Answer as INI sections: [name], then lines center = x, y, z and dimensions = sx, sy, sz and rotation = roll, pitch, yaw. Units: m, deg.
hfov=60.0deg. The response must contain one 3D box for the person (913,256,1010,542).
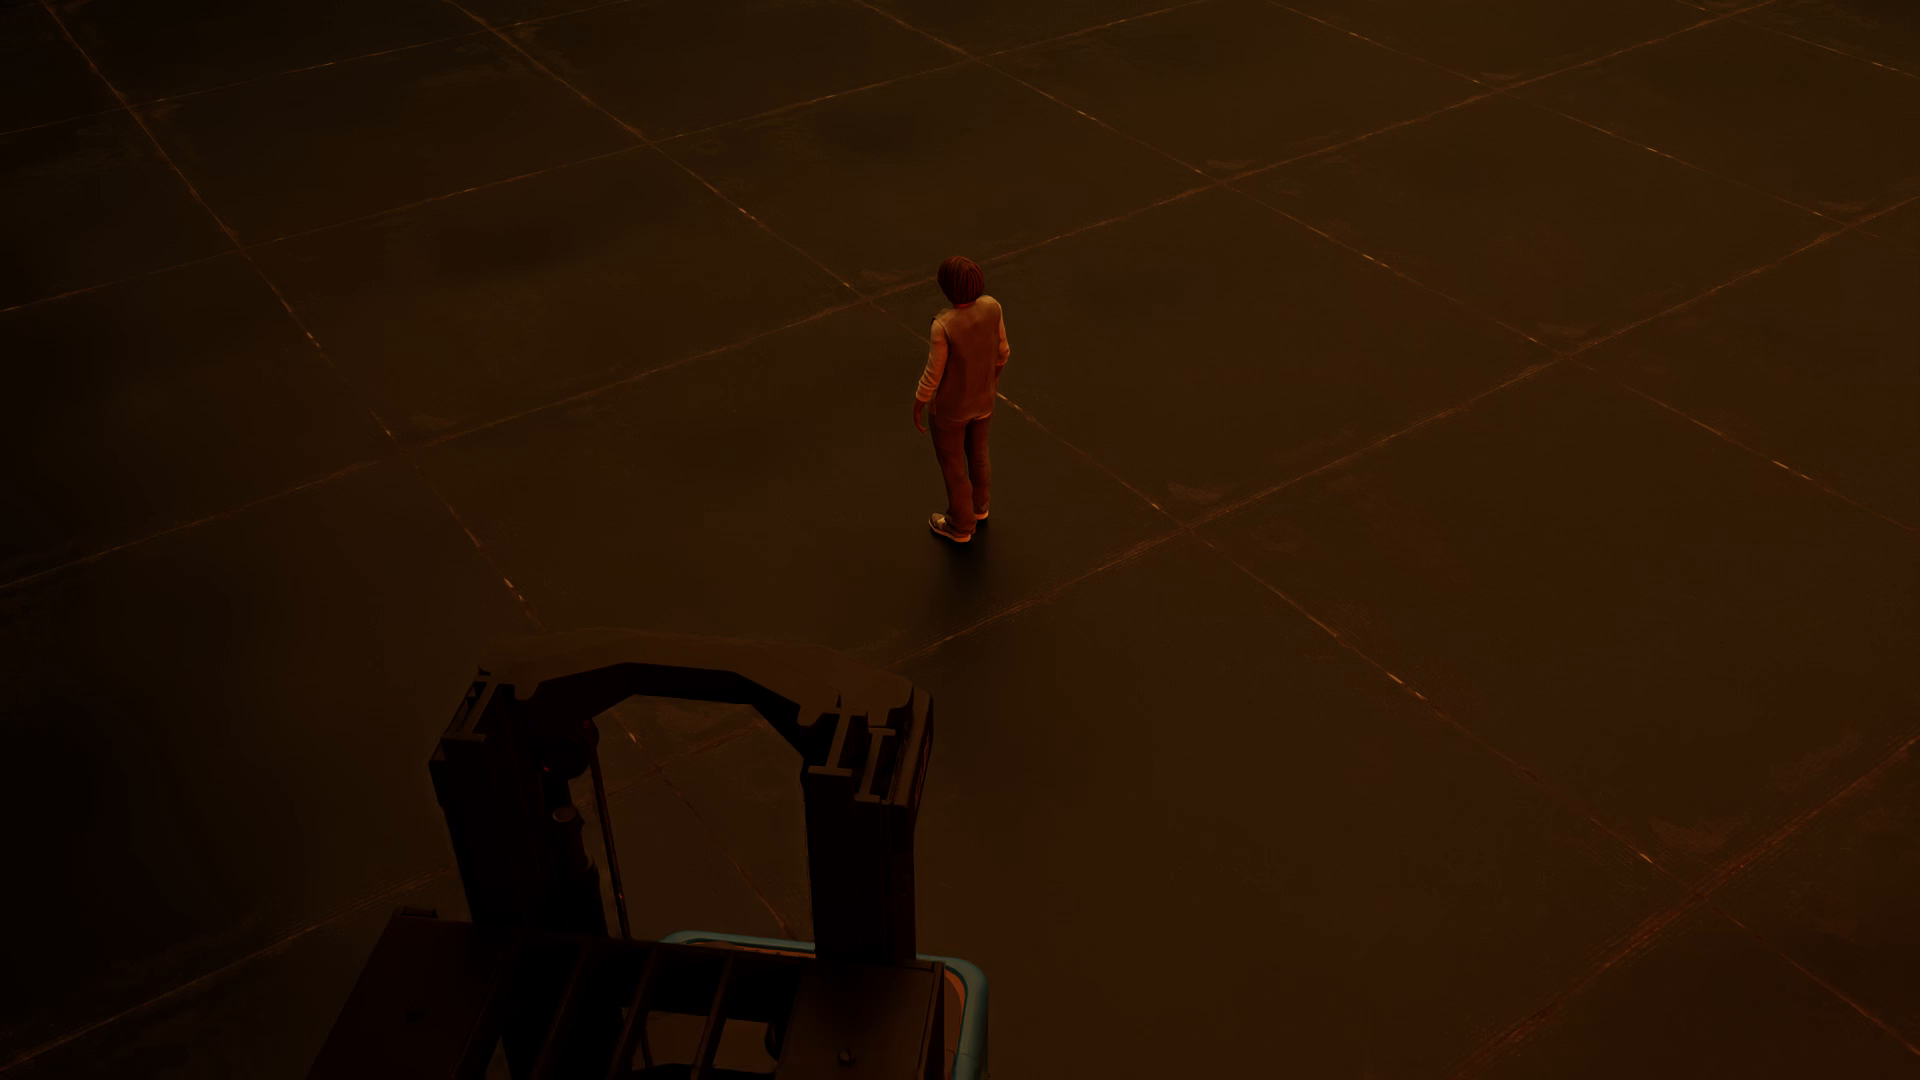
[person]
center = -0.032, -0.689, 7.986
dimensions = 0.521, 1.599, 0.473
rotation = -23, 42, -28

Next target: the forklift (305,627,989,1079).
[forklift]
center = -0.607, 1.762, 3.562
dimensions = 1.130, 2.935, 3.031
rotation = 5, 37, 6
